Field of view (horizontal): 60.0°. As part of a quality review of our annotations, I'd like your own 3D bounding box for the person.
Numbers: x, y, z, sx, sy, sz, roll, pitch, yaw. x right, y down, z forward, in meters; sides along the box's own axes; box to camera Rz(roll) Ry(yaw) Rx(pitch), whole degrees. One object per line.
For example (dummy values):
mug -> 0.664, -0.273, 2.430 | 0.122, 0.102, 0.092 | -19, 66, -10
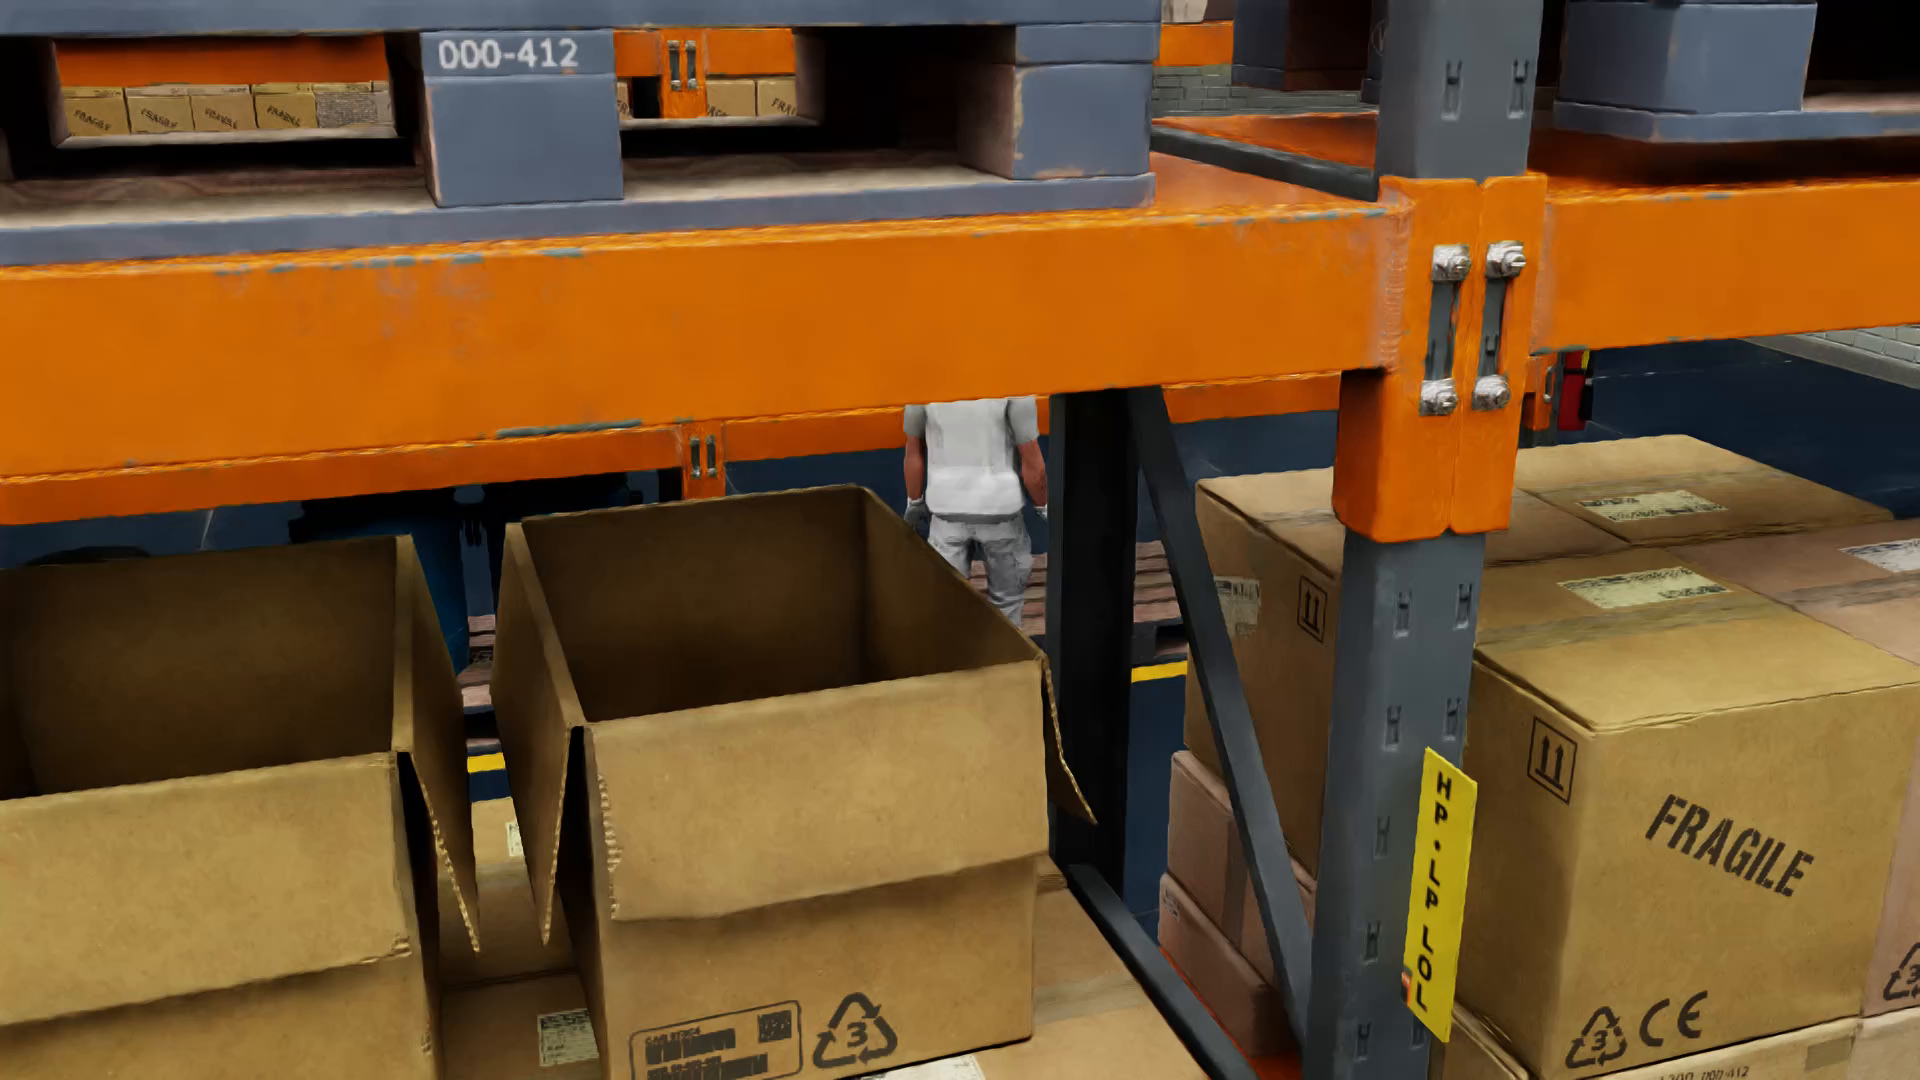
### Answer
person -> 0.094, -0.127, 6.818 | 0.663, 1.786, 0.570 | 3, 19, 8
